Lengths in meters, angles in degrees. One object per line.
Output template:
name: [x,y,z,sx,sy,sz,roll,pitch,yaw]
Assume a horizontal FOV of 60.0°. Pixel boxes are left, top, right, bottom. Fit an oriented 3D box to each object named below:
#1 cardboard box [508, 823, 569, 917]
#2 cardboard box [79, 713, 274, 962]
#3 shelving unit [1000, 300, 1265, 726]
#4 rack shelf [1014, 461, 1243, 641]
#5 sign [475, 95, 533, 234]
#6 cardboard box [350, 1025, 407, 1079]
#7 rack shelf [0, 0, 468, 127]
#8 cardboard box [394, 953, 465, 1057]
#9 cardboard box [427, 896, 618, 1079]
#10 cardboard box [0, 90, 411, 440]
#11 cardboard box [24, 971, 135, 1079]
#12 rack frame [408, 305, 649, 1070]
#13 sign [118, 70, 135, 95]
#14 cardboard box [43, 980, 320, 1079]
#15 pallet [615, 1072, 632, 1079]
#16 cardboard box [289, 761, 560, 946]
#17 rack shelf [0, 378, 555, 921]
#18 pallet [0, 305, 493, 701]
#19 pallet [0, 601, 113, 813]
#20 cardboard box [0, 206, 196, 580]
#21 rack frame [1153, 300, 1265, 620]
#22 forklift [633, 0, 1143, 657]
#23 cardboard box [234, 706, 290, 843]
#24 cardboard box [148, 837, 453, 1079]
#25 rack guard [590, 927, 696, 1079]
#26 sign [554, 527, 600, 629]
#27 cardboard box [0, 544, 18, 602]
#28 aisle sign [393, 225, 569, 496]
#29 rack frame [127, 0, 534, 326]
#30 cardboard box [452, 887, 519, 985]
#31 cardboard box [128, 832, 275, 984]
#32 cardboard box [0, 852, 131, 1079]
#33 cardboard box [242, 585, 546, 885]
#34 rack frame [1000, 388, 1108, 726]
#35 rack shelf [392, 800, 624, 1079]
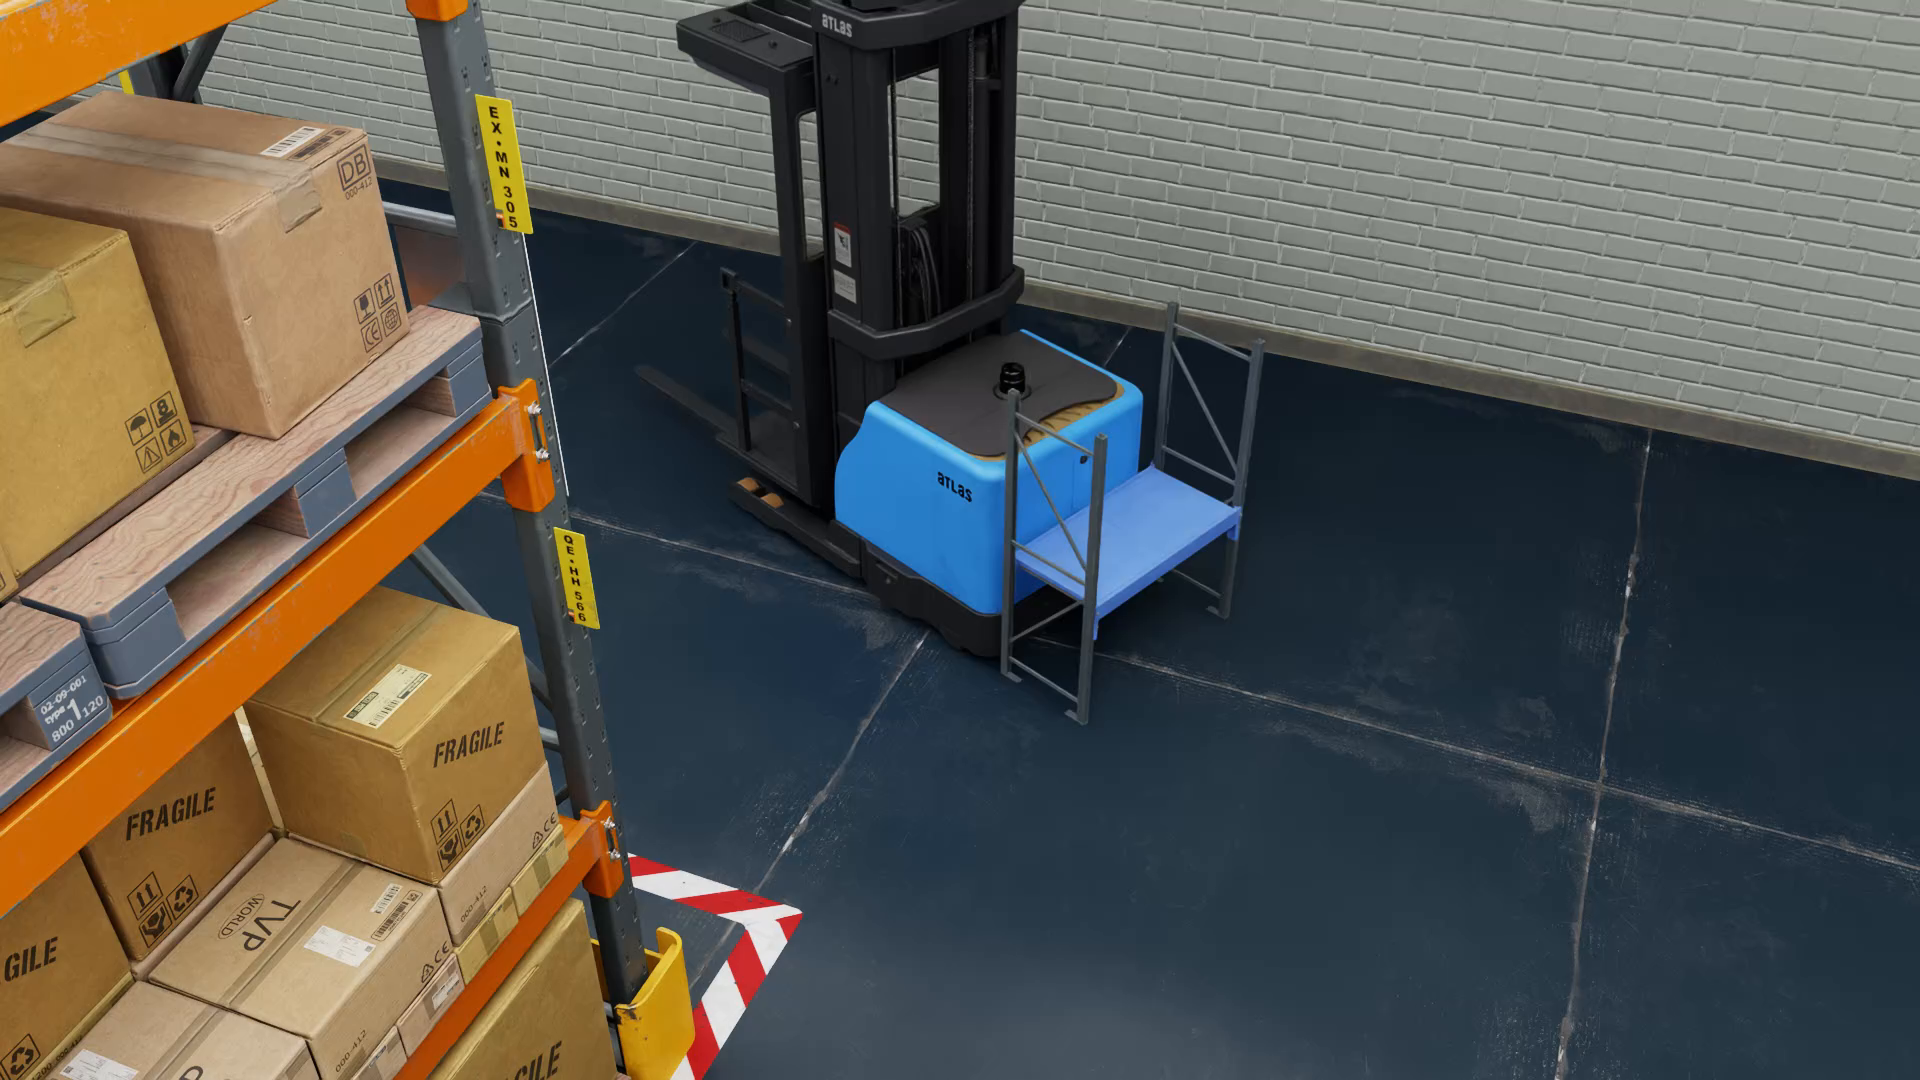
cardboard box: [-1.376,0.907,4.843,0.380,0.149,0.250,15,39,19]
cardboard box: [-2.167,0.656,4.220,0.500,0.500,0.500,13,39,17]
shelving unit: [0.731,-0.115,7.250,0.538,1.500,1.048,31,46,34]
rack shelf: [0.730,0.028,7.359,0.538,0.185,1.000,31,46,34]
sign: [-1.048,-0.859,3.817,0.100,0.325,0.005,14,39,18]
cardboard box: [-1.666,1.328,4.279,0.380,0.149,0.250,15,39,19]
rack shelf: [-2.306,-0.313,2.189,1.077,0.370,4.000,14,39,18]
cardboard box: [-1.570,1.190,4.463,0.380,0.149,0.250,14,39,18]
cardboard box: [-1.714,1.589,5.144,0.875,0.875,0.875,14,39,18]
cardboard box: [-1.693,-0.616,3.647,0.700,0.500,0.500,12,38,15]
cardboard box: [-2.363,1.246,4.056,0.500,0.250,0.500,13,39,16]
rack frame: [-1.545,0.534,5.132,1.000,3.000,0.127,14,39,18]
sign: [-2.056,-1.179,4.122,0.100,0.325,0.005,14,39,18]
cardboard box: [-1.870,1.366,3.895,0.500,0.250,0.500,13,39,16]
pallet: [-1.776,2.111,5.351,1.003,0.211,1.213,14,39,18]
cardboard box: [-1.484,0.804,4.648,0.500,0.250,0.500,13,39,17]
rack shelf: [-2.306,0.728,2.968,1.077,0.370,4.000,14,39,18]
pallet: [-1.817,-0.219,3.708,1.003,0.211,1.213,14,39,18]
pallet: [-2.280,0.459,2.801,1.003,0.211,1.213,14,39,18]
cardboard box: [-2.018,-0.332,3.267,0.700,0.500,0.500,12,39,16]
rack frame: [1.086,-0.333,7.541,0.500,1.500,0.032,31,46,34]
forklift: [-0.537,-1.433,7.820,1.130,2.935,3.031,-30,46,-34]
cardboard box: [-1.977,0.679,4.814,0.500,0.250,0.500,13,39,17]
cardboard box: [-1.677,1.084,4.272,0.500,0.250,0.500,13,39,17]
rack guard: [-1.535,1.522,5.898,1.175,0.500,0.348,14,39,18]
sign: [-1.048,0.107,4.539,0.100,0.325,0.005,14,39,18]
cardboard box: [-2.170,-0.034,2.869,0.700,0.500,0.500,11,38,15]
aisle sign: [-1.240,-0.479,4.315,0.394,0.787,0.004,14,39,18]
rack frame: [-1.545,-1.869,3.336,1.000,3.000,0.127,14,39,18]
cardboard box: [-1.473,1.051,4.650,0.380,0.149,0.250,14,39,18]
cardboard box: [-2.169,0.968,4.427,0.500,0.250,0.500,13,39,17]
cardboard box: [-2.359,0.944,3.834,0.500,0.500,0.500,13,39,17]
cardboard box: [-1.487,0.504,4.422,0.500,0.500,0.500,14,39,18]
rack frame: [0.375,0.102,6.959,0.500,1.500,0.032,31,46,34]
rack shelf: [-2.306,1.929,3.866,1.077,0.370,4.000,14,39,18]
